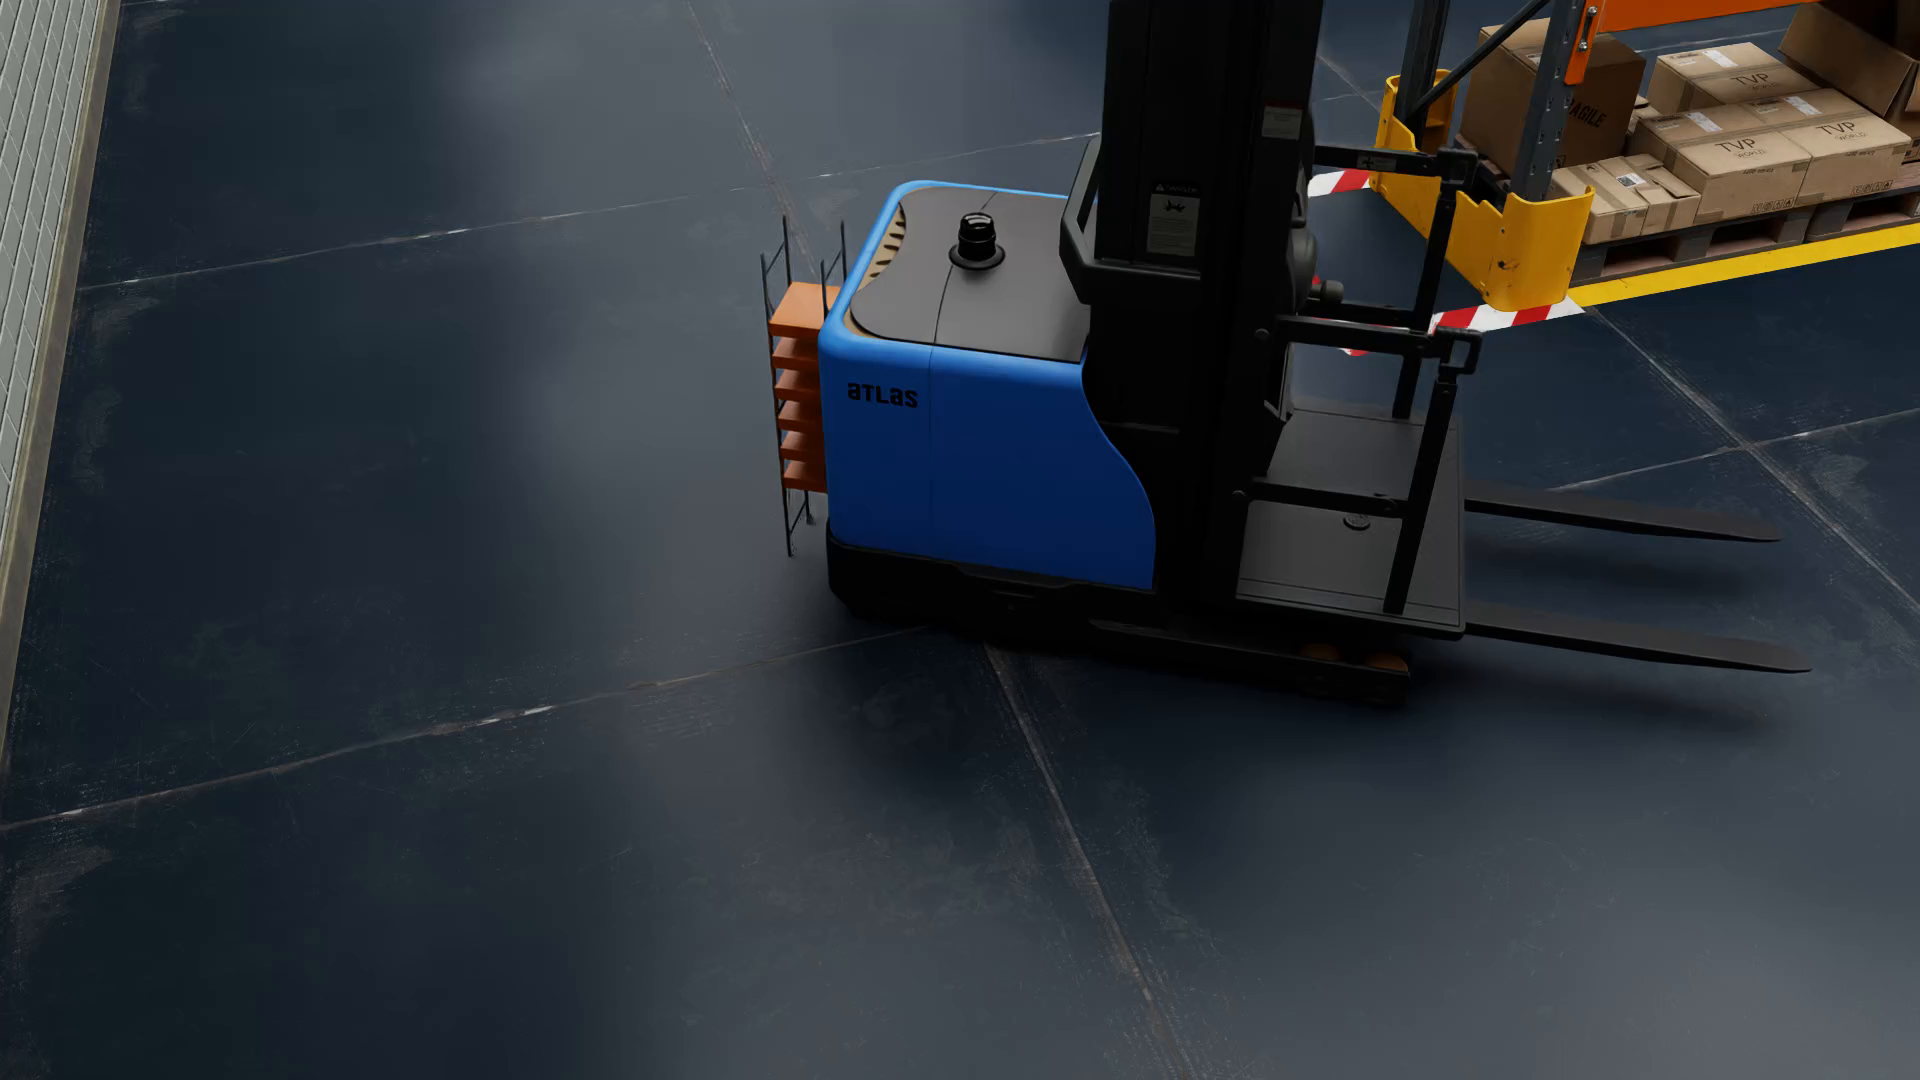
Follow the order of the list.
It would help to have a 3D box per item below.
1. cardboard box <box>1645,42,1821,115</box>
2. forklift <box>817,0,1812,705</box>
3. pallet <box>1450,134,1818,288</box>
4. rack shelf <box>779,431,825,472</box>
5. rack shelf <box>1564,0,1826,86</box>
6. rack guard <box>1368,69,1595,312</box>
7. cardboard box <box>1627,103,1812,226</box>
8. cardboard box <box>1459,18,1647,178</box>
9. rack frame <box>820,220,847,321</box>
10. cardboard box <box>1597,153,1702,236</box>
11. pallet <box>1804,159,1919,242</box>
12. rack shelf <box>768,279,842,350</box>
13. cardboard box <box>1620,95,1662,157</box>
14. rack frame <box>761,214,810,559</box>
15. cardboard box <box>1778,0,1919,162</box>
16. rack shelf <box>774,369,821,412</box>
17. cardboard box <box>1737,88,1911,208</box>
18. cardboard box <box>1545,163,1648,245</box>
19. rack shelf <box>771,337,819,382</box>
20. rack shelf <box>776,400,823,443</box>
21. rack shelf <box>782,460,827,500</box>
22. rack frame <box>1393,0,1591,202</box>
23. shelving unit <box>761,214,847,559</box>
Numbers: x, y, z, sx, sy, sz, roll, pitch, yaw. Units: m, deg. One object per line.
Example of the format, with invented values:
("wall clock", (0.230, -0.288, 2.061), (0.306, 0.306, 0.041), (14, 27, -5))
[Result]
("cardboard box", (3.480, -2.000, 7.514), (0.500, 0.250, 0.500), (-12, 42, -13))
("forklift", (1.141, -0.978, 4.642), (3.031, 2.935, 1.130), (8, 42, 9))
("pallet", (2.953, -1.561, 7.377), (1.213, 0.211, 1.003), (-12, 42, -13))
("rack shelf", (-0.468, -0.328, 5.464), (0.180, 0.103, 0.258), (8, 42, 9))
("rack shelf", (4.028, -2.563, 6.950), (4.000, 0.370, 1.077), (-12, 42, -13))
("rack guard", (2.193, -1.512, 7.101), (0.348, 0.500, 1.175), (-12, 42, -13))
("cardboard box", (3.201, -1.597, 7.054), (0.500, 0.250, 0.500), (-12, 42, -13))
("cardboard box", (2.565, -1.925, 7.239), (0.500, 0.500, 0.500), (-12, 42, -13))
("rack frame", (-0.379, -0.439, 5.340), (0.006, 1.200, 0.240), (8, 42, 9))
("cardboard box", (2.861, -1.454, 6.953), (0.250, 0.166, 0.380), (-12, 42, -13))
("pallet", (4.114, -1.800, 7.650), (1.213, 0.211, 1.003), (-12, 42, -13))
("rack shelf", (-0.468, -0.690, 5.148), (0.180, 0.103, 0.258), (8, 42, 9))
("cardboard box", (2.978, -1.823, 7.376), (0.250, 0.166, 0.380), (-12, 42, -13))
("rack frame", (-0.558, -0.465, 5.370), (0.006, 1.200, 0.240), (8, 42, 9))
("cardboard box", (4.145, -2.080, 7.414), (0.637, 0.503, 0.797), (-12, 42, -13))
("rack shelf", (-0.468, -0.509, 5.306), (0.180, 0.103, 0.258), (8, 42, 9))
("cardboard box", (3.678, -1.696, 7.167), (0.500, 0.250, 0.500), (-12, 42, -13))
("cardboard box", (2.623, -1.398, 6.902), (0.250, 0.149, 0.380), (-12, 42, -13))
("rack shelf", (-0.468, -0.599, 5.227), (0.180, 0.103, 0.258), (8, 42, 9))
("rack shelf", (-0.468, -0.419, 5.385), (0.180, 0.103, 0.258), (8, 42, 9))
("rack shelf", (-0.468, -0.238, 5.543), (0.180, 0.103, 0.258), (8, 42, 9))
("rack frame", (2.120, -2.438, 6.261), (0.127, 3.000, 1.000), (-12, 42, -13))
("shelving unit", (-0.468, -0.452, 5.355), (0.189, 1.200, 0.258), (8, 42, 9))
